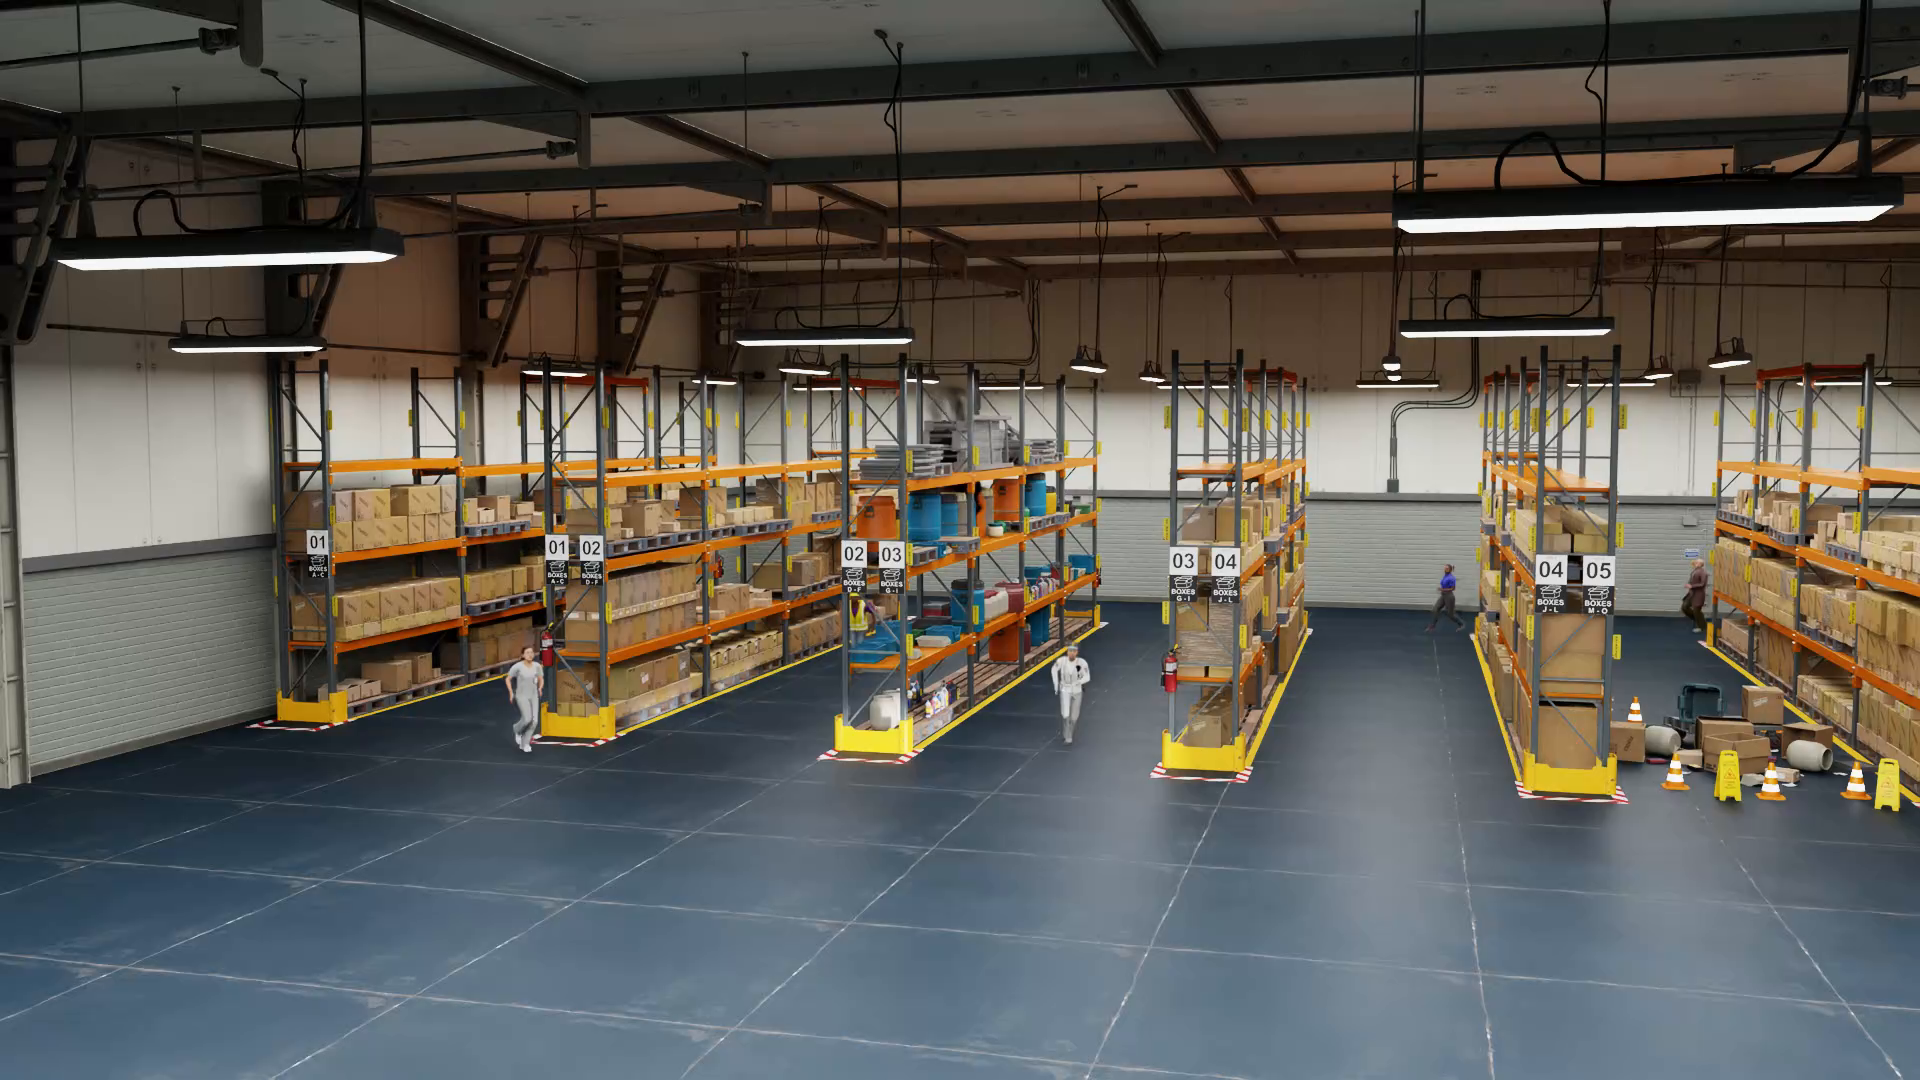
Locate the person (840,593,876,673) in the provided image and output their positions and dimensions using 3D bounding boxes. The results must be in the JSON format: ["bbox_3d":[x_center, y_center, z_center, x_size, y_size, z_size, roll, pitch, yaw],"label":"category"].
[{"bbox_3d":[-2.037,1.803,32.974,0.690,1.684,0.737,1,4,11],"label":"person"}]

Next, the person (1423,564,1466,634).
[{"bbox_3d":[11.398,1.391,38.919,0.928,1.644,0.594,-1,4,-13],"label":"person"}]

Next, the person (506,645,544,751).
[{"bbox_3d":[-6.529,2.392,25.098,0.548,1.621,0.596,-3,5,-36],"label":"person"}]

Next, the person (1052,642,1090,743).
[{"bbox_3d":[1.704,2.339,25.498,0.573,1.611,0.690,0,4,0],"label":"person"}]

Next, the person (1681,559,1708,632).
[{"bbox_3d":[17.324,1.306,39.204,0.672,1.743,0.690,0,4,-6],"label":"person"}]
